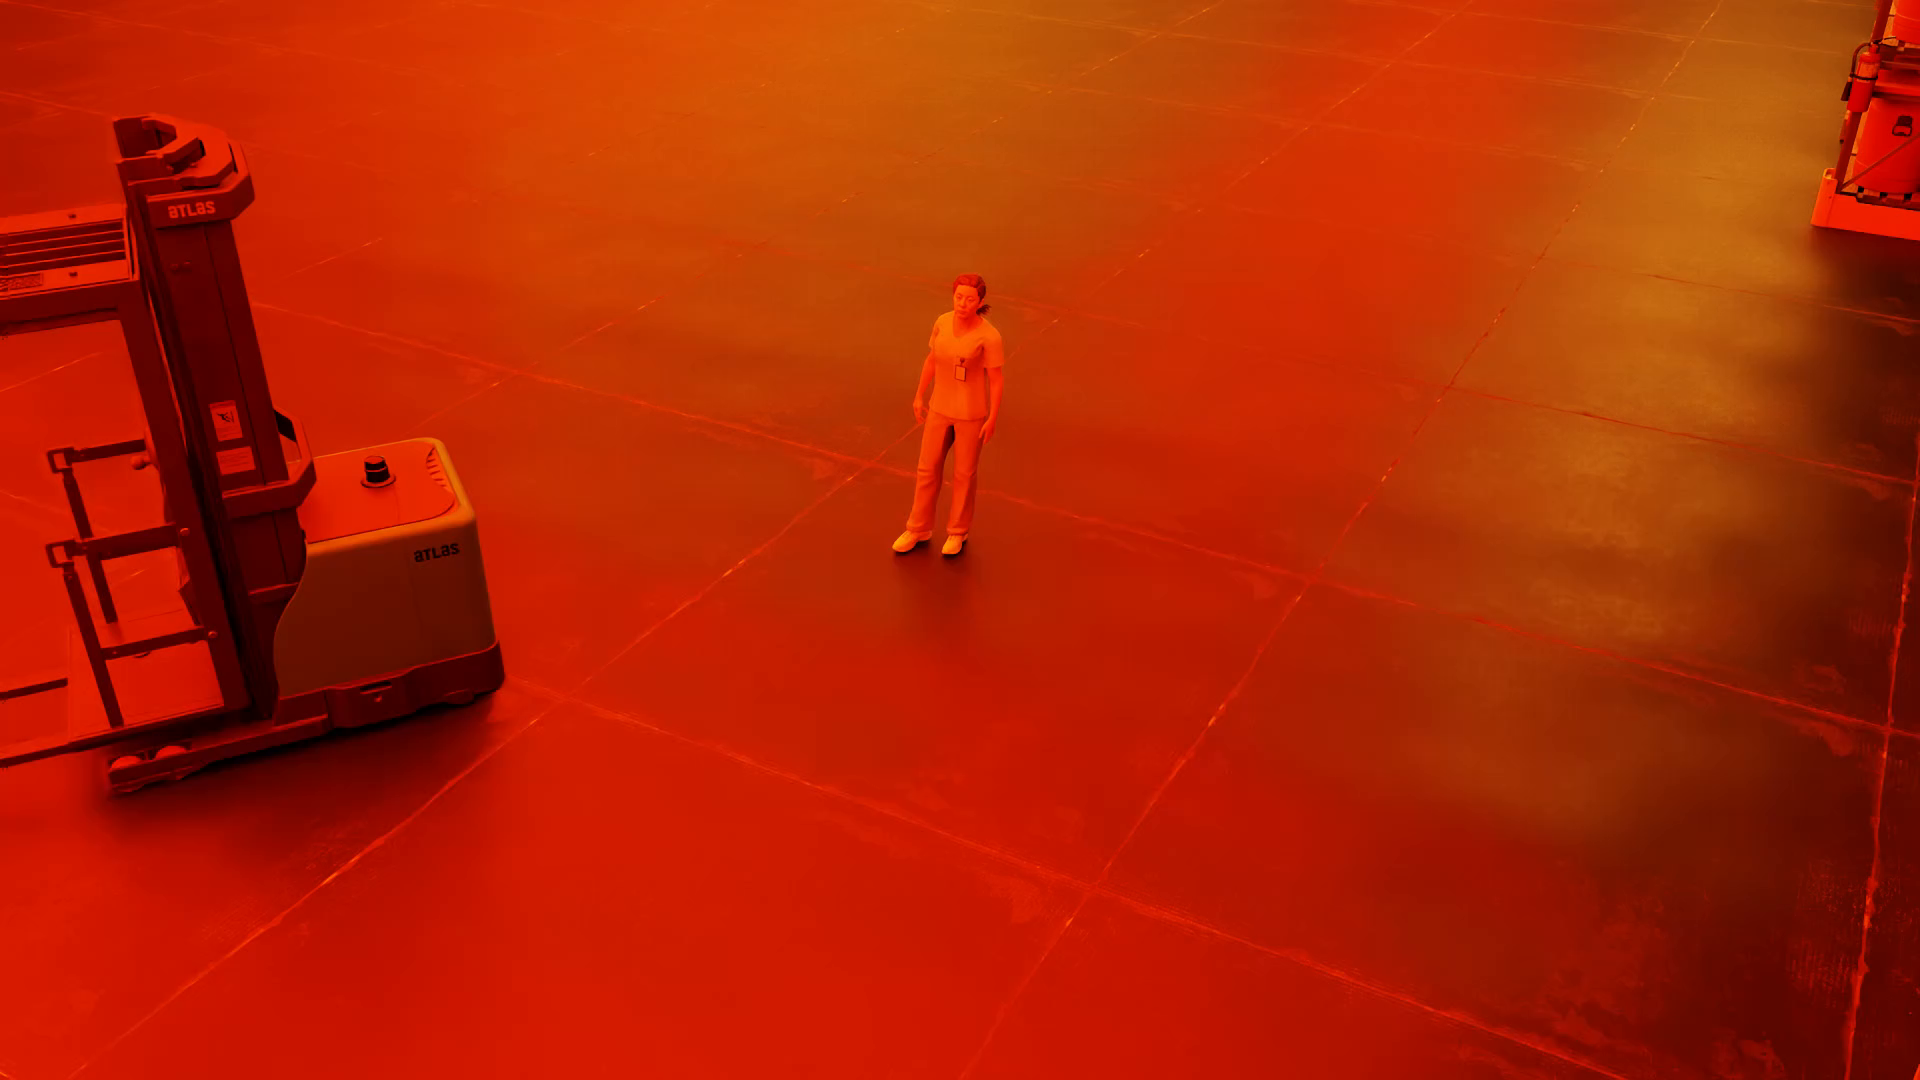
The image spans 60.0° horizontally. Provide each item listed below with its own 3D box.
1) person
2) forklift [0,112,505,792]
[{"bbox_3d":[-0.047,-0.703,9.530,0.550,1.675,0.549,15,33,25],"label":"person"},{"bbox_3d":[-3.915,-0.373,7.717,3.031,2.935,1.130,-13,33,-22],"label":"forklift"}]
